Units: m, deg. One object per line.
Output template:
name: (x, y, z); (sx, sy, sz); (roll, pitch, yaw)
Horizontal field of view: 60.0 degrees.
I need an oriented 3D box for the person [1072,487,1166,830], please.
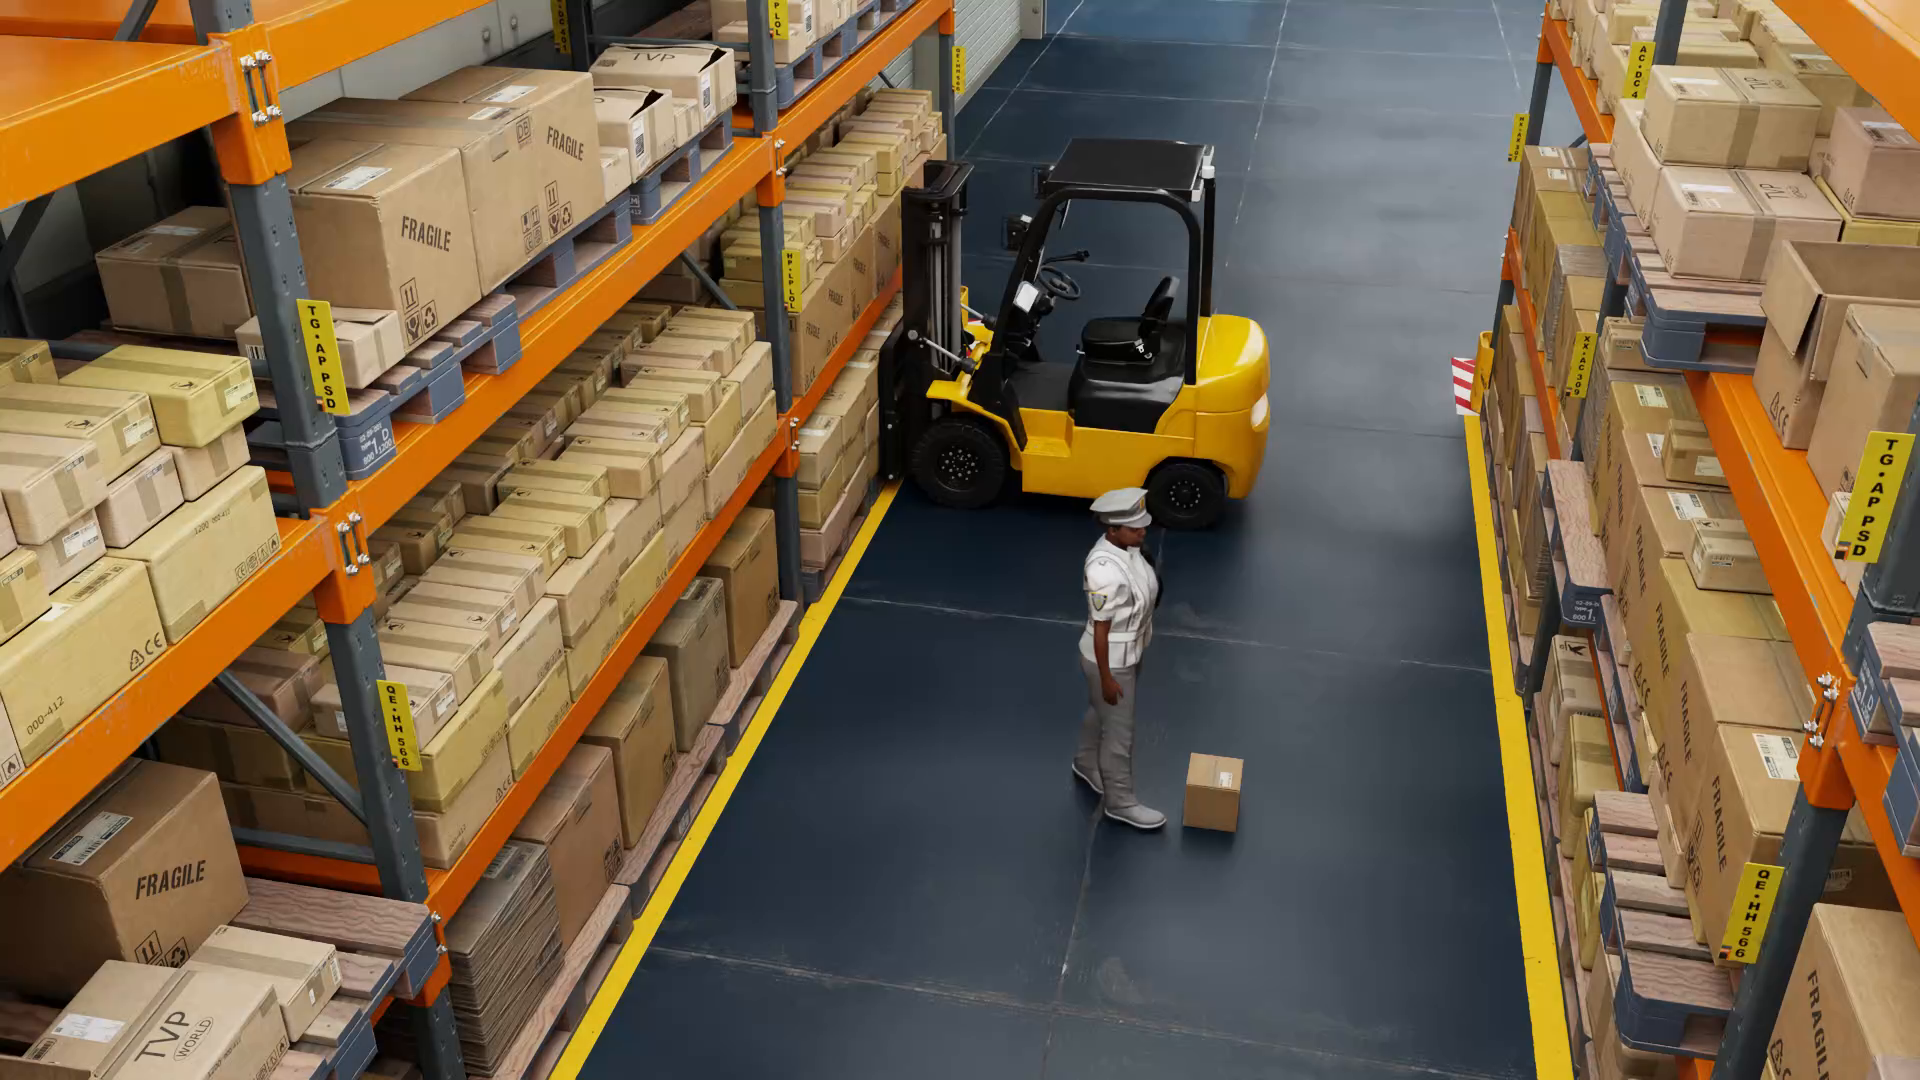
person: (0.756, 0.531, 7.628); (0.542, 1.687, 0.457); (11, 31, 19)
